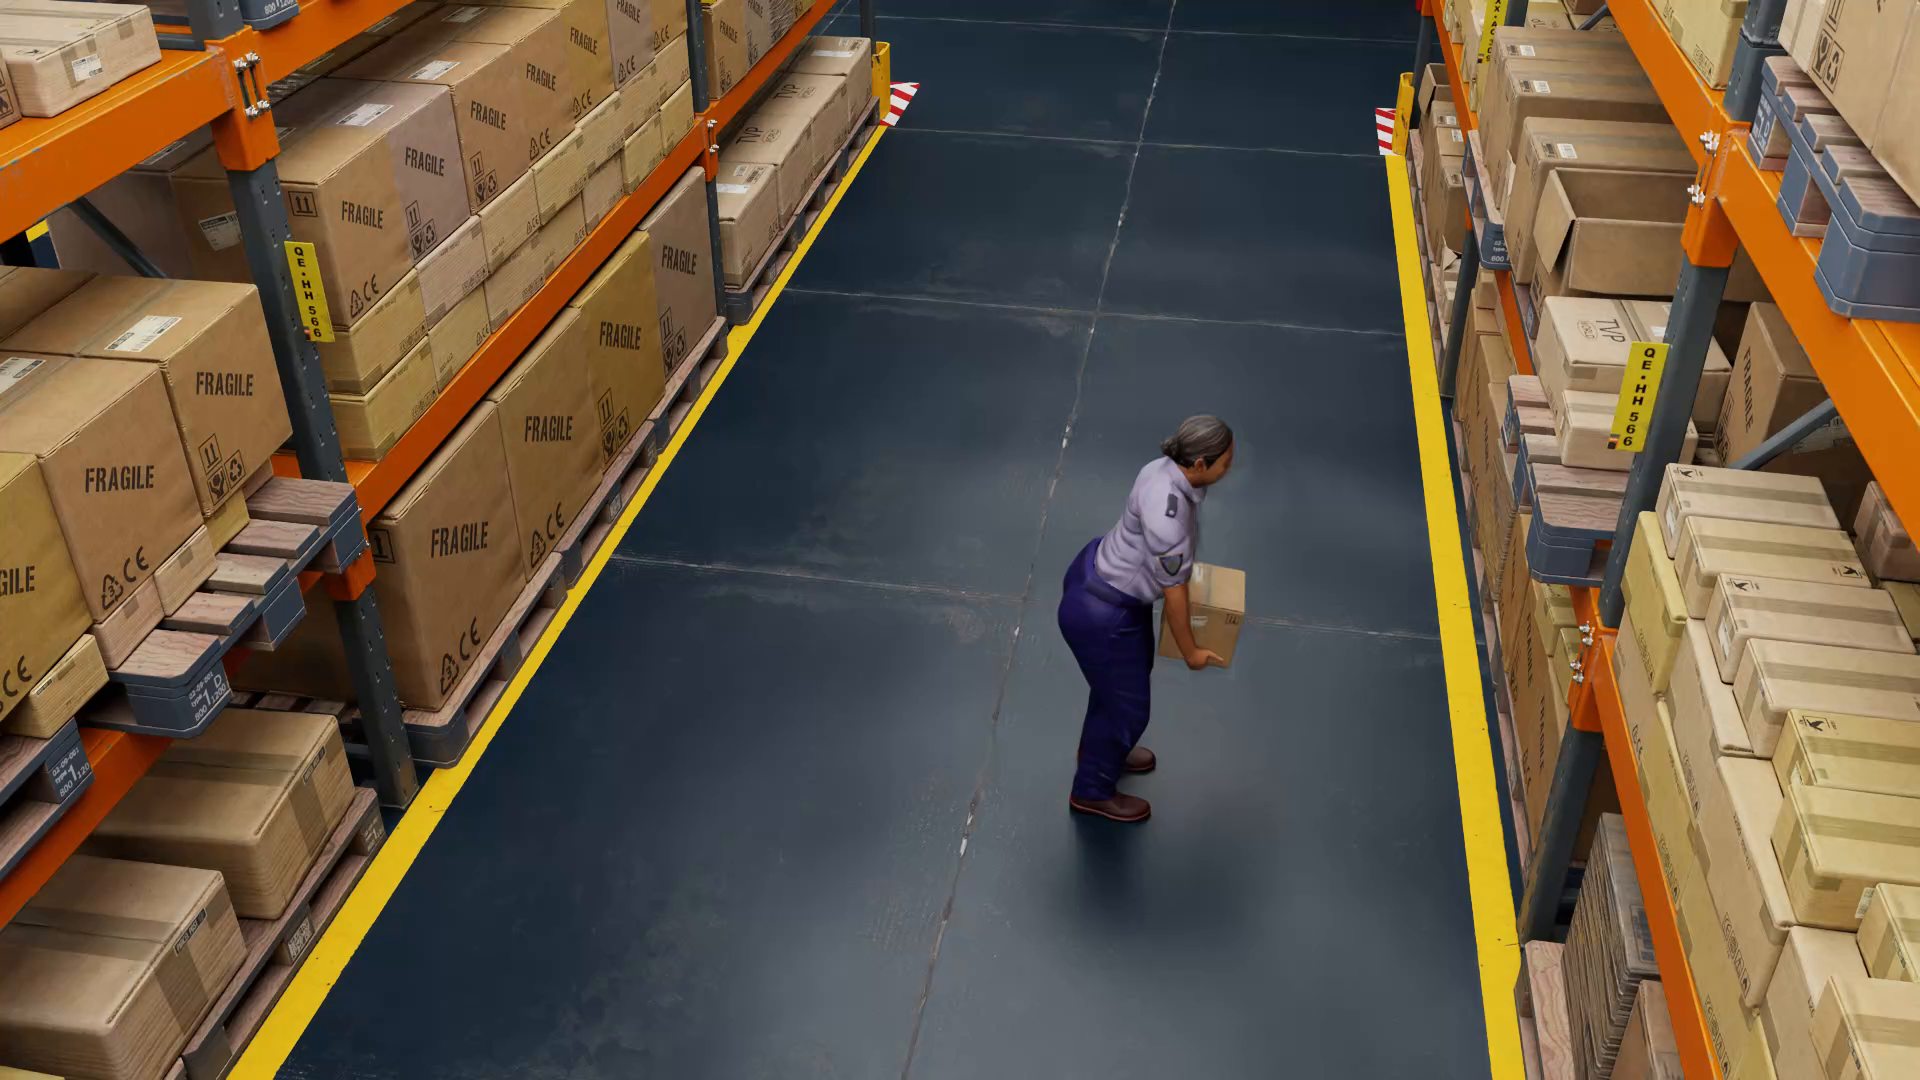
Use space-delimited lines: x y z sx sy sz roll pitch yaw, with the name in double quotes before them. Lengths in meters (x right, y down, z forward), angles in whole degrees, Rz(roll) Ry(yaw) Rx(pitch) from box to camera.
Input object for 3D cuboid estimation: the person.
"person" 0.637 0.262 5.813 0.577 1.582 0.438 5 33 7
